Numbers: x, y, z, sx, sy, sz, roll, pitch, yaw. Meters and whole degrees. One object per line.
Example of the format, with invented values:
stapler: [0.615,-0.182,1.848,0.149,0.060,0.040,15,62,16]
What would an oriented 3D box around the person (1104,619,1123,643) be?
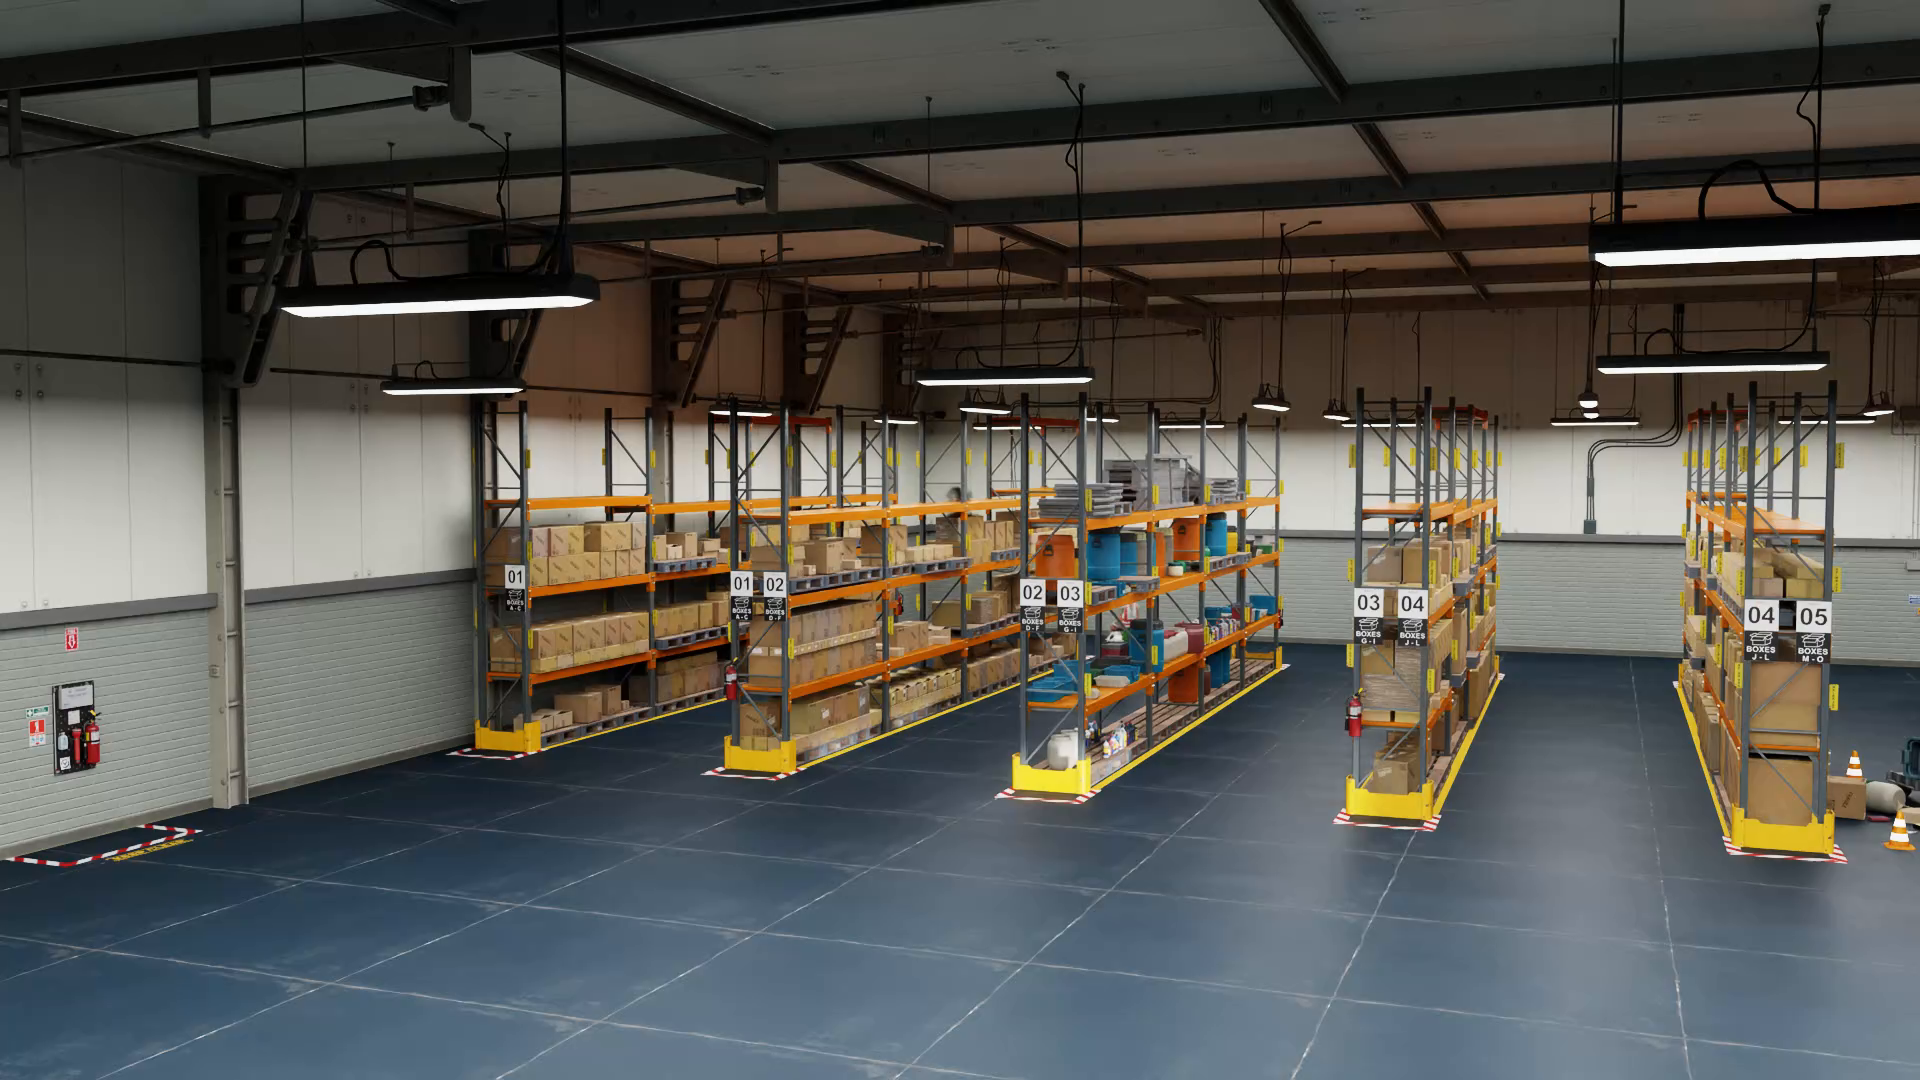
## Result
person: [3.107,2.476,34.412,0.745,1.676,0.514,-2,3,-35]

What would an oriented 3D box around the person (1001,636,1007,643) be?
person: [0.939,1.990,44.338,0.969,1.724,0.642,2,4,39]

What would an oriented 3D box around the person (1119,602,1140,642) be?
person: [4.120,2.136,40.369,0.563,1.797,0.447,-1,3,-20]
